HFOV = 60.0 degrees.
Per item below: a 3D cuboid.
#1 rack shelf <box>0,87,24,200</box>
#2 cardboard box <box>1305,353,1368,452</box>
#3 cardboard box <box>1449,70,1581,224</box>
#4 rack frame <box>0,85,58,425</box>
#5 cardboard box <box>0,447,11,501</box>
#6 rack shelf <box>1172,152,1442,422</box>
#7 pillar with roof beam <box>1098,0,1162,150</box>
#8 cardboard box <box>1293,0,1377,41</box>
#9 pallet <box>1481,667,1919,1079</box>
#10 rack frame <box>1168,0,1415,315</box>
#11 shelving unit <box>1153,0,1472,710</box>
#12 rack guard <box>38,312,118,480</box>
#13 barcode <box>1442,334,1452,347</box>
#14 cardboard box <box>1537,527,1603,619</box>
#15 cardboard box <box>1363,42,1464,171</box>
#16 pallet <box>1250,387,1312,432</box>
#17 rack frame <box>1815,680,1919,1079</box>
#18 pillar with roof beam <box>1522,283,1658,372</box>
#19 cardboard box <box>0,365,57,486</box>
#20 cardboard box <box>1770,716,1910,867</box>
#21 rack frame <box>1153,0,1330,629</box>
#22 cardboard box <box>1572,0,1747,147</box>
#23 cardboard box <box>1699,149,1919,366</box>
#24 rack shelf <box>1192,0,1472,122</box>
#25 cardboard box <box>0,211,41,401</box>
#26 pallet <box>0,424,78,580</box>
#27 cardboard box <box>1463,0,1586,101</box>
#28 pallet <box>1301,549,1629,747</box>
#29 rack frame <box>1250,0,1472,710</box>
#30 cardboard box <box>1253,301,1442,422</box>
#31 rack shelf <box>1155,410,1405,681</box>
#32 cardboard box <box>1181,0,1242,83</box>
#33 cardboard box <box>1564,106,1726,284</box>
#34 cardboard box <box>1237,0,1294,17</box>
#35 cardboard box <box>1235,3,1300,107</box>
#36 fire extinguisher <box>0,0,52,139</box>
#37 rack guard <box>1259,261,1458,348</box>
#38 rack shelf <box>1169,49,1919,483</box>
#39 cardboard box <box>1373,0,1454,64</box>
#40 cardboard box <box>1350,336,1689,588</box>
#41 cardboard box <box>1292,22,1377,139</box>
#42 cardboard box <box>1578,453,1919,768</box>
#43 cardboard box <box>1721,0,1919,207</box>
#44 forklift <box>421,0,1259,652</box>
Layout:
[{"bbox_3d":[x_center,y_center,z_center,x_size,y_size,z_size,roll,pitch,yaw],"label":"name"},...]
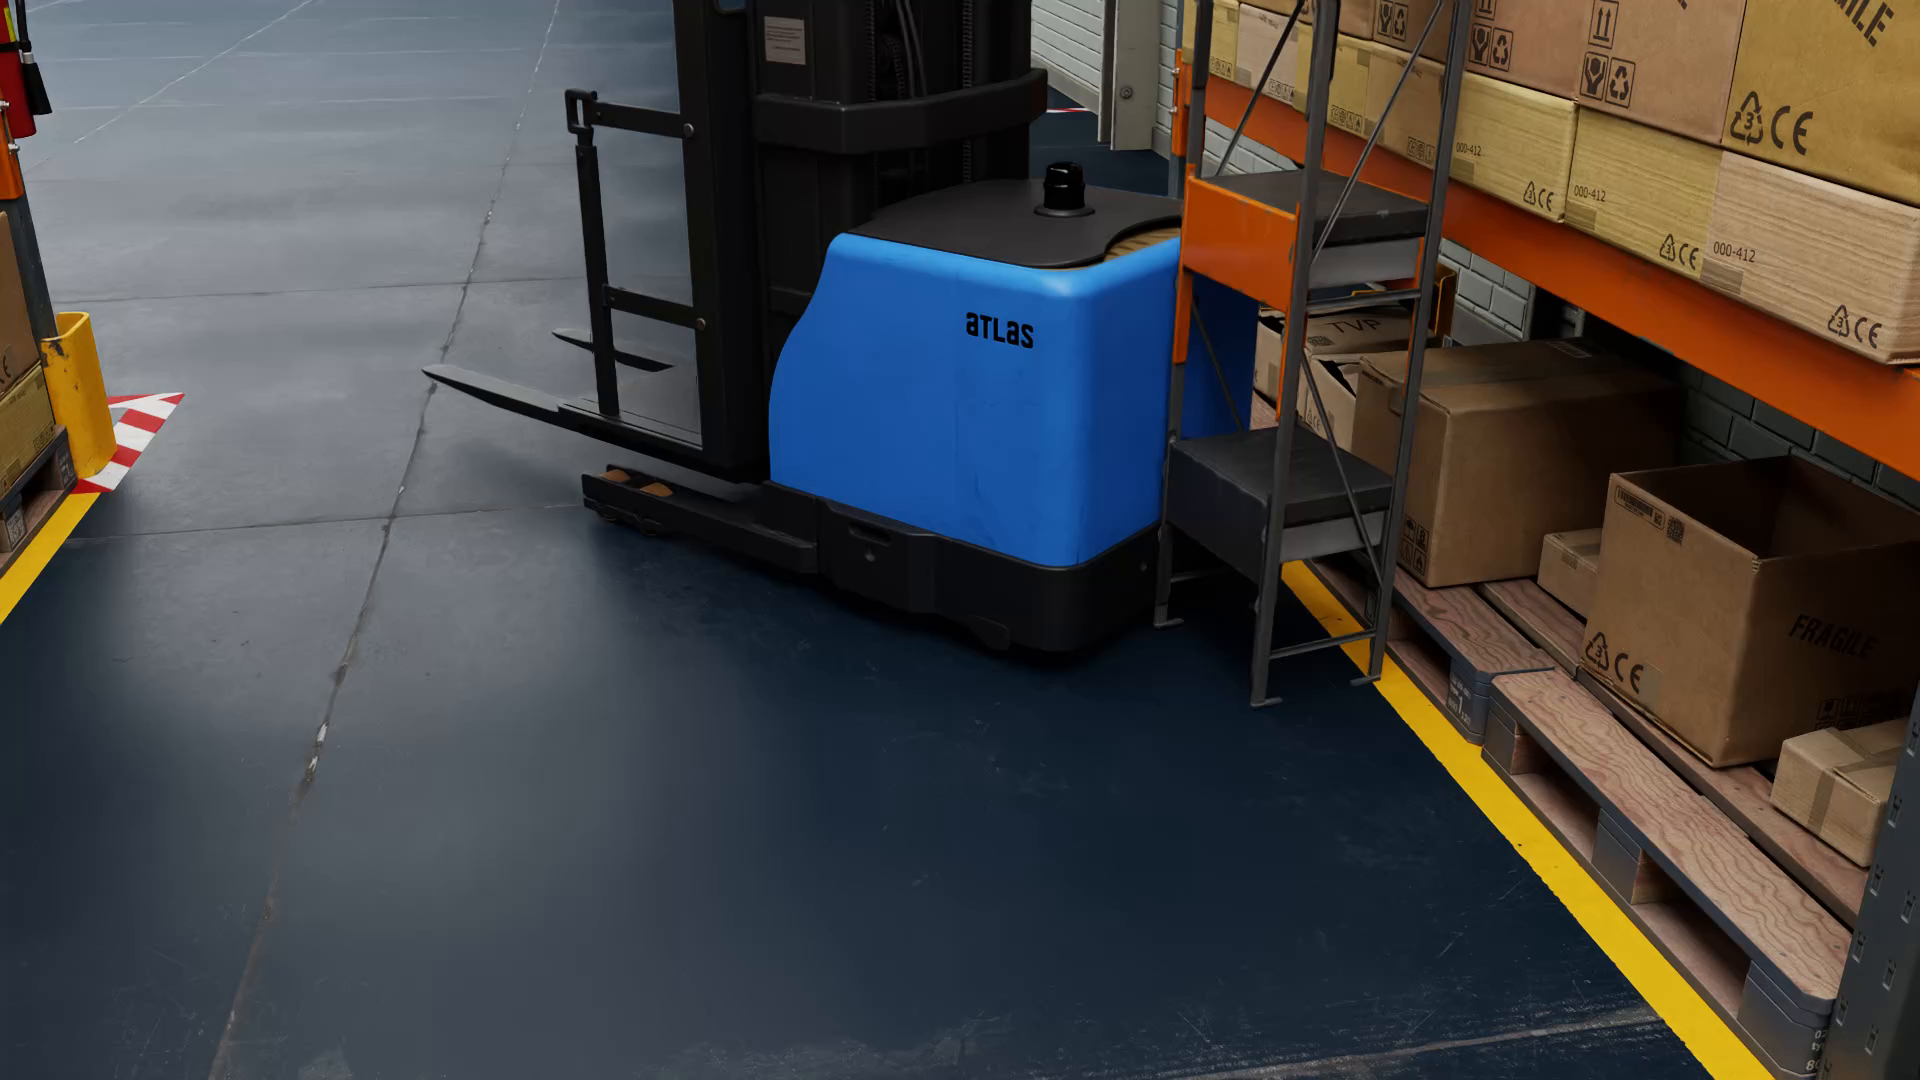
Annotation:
[{"bbox_3d":[-3.213,-0.485,3.511,1.077,0.370,4.000,-4,24,-10],"label":"rack shelf"},{"bbox_3d":[1.429,-0.435,5.309,0.500,0.311,0.500,-2,24,-5],"label":"cardboard box"},{"bbox_3d":[1.446,-0.893,3.710,0.500,0.250,0.500,-4,24,-10],"label":"cardboard box"},{"bbox_3d":[-3.583,-1.601,5.168,1.000,3.000,0.127,-4,24,-10],"label":"rack frame"},{"bbox_3d":[-3.089,-0.148,4.753,0.500,0.250,0.500,-4,24,-10],"label":"cardboard box"},{"bbox_3d":[0.843,-0.638,4.107,0.431,0.518,0.480,-10,26,-22],"label":"rack shelf"},{"bbox_3d":[-3.076,-6.548,9.000,9.100,9.000,0.400,-4,24,-10],"label":"pillar with roof beam"},{"bbox_3d":[1.248,-1.644,4.492,0.500,0.500,0.500,-5,24,-11],"label":"cardboard box"},{"bbox_3d":[1.865,0.621,3.565,1.003,0.211,1.213,-4,24,-10],"label":"pallet"},{"bbox_3d":[1.284,-1.969,6.011,1.000,3.000,0.127,-4,24,-10],"label":"rack frame"},{"bbox_3d":[0.843,-0.651,4.101,0.431,2.100,0.503,-10,26,-22],"label":"shelving unit"},{"bbox_3d":[-3.588,-0.465,5.690,1.175,0.500,0.348,-4,24,-10],"label":"rack guard"},{"bbox_3d":[1.720,-0.686,5.872,0.001,0.075,0.075,-4,24,-10],"label":"barcode"},{"bbox_3d":[1.748,0.079,4.335,0.380,0.149,0.250,-6,24,-14],"label":"cardboard box"},{"bbox_3d":[1.352,-1.091,4.163,0.500,0.250,0.500,-4,24,-9],"label":"cardboard box"},{"bbox_3d":[1.414,-0.339,5.763,1.003,0.211,1.213,-4,24,-10],"label":"pallet"},{"bbox_3d":[2.021,-0.395,2.408,0.949,2.616,0.053,-4,24,-10],"label":"rack frame"},{"bbox_3d":[-1.967,-4.188,3.597,9.100,9.000,0.400,-4,24,-10],"label":"pillar with roof beam"},{"bbox_3d":[-3.194,-0.344,5.201,0.500,0.250,0.500,-4,24,-10],"label":"cardboard box"},{"bbox_3d":[1.896,0.493,3.364,0.380,0.166,0.250,-8,25,-17],"label":"cardboard box"},{"bbox_3d":[0.742,-0.743,4.303,0.400,2.100,0.015,-10,26,-22],"label":"rack frame"},{"bbox_3d":[1.535,-1.039,3.106,0.500,0.500,0.500,-4,24,-10],"label":"cardboard box"},{"bbox_3d":[1.639,-0.500,2.809,0.500,0.250,0.500,-4,24,-10],"label":"cardboard box"},{"bbox_3d":[0.853,-1.277,3.820,0.431,0.518,0.480,-10,26,-22],"label":"rack shelf"},{"bbox_3d":[-3.192,-0.688,5.051,0.500,0.500,0.500,-4,24,-10],"label":"cardboard box"},{"bbox_3d":[-3.401,-0.025,5.044,1.003,0.211,1.213,-4,24,-10],"label":"pallet"},{"bbox_3d":[1.452,-1.238,3.561,0.500,0.500,0.500,-5,24,-11],"label":"cardboard box"},{"bbox_3d":[1.636,0.140,4.666,1.003,0.211,1.213,-4,24,-10],"label":"pallet"},{"bbox_3d":[0.944,-0.558,3.899,0.400,2.100,0.015,-10,26,-22],"label":"rack frame"},{"bbox_3d":[1.324,-0.660,5.822,0.500,0.311,0.500,-7,25,-16],"label":"cardboard box"},{"bbox_3d":[0.832,0.000,4.393,0.431,0.518,0.480,-10,26,-22],"label":"rack shelf"},{"bbox_3d":[1.063,-1.694,5.543,0.500,0.250,0.500,-5,24,-11],"label":"cardboard box"},{"bbox_3d":[1.555,-0.697,3.260,0.500,0.250,0.500,-4,24,-10],"label":"cardboard box"},{"bbox_3d":[1.159,-1.848,4.959,0.500,0.500,0.500,-4,24,-10],"label":"cardboard box"},{"bbox_3d":[1.173,-1.491,5.078,0.500,0.250,0.500,-5,24,-11],"label":"cardboard box"},{"bbox_3d":[-3.149,-1.646,5.368,0.296,0.674,0.183,-4,24,-10],"label":"fire extinguisher"},{"bbox_3d":[1.298,-0.794,6.442,1.175,0.500,0.348,-4,24,-10],"label":"rack guard"},{"bbox_3d":[1.654,-0.853,4.353,1.077,0.370,4.000,-4,24,-10],"label":"rack shelf"},{"bbox_3d":[1.355,-1.442,4.030,0.500,0.500,0.500,-4,24,-8],"label":"cardboard box"},{"bbox_3d":[1.516,-0.230,4.602,0.700,0.500,0.500,-6,24,-13],"label":"cardboard box"},{"bbox_3d":[1.261,-1.290,4.618,0.500,0.250,0.500,-5,24,-11],"label":"cardboard box"},{"bbox_3d":[1.793,0.143,3.748,0.500,0.500,0.500,-6,24,-14],"label":"cardboard box"},{"bbox_3d":[1.633,-0.843,2.657,0.500,0.500,0.500,-4,24,-10],"label":"cardboard box"},{"bbox_3d":[-0.596,-1.503,5.029,3.031,2.935,1.130,17,29,34],"label":"forklift"}]
